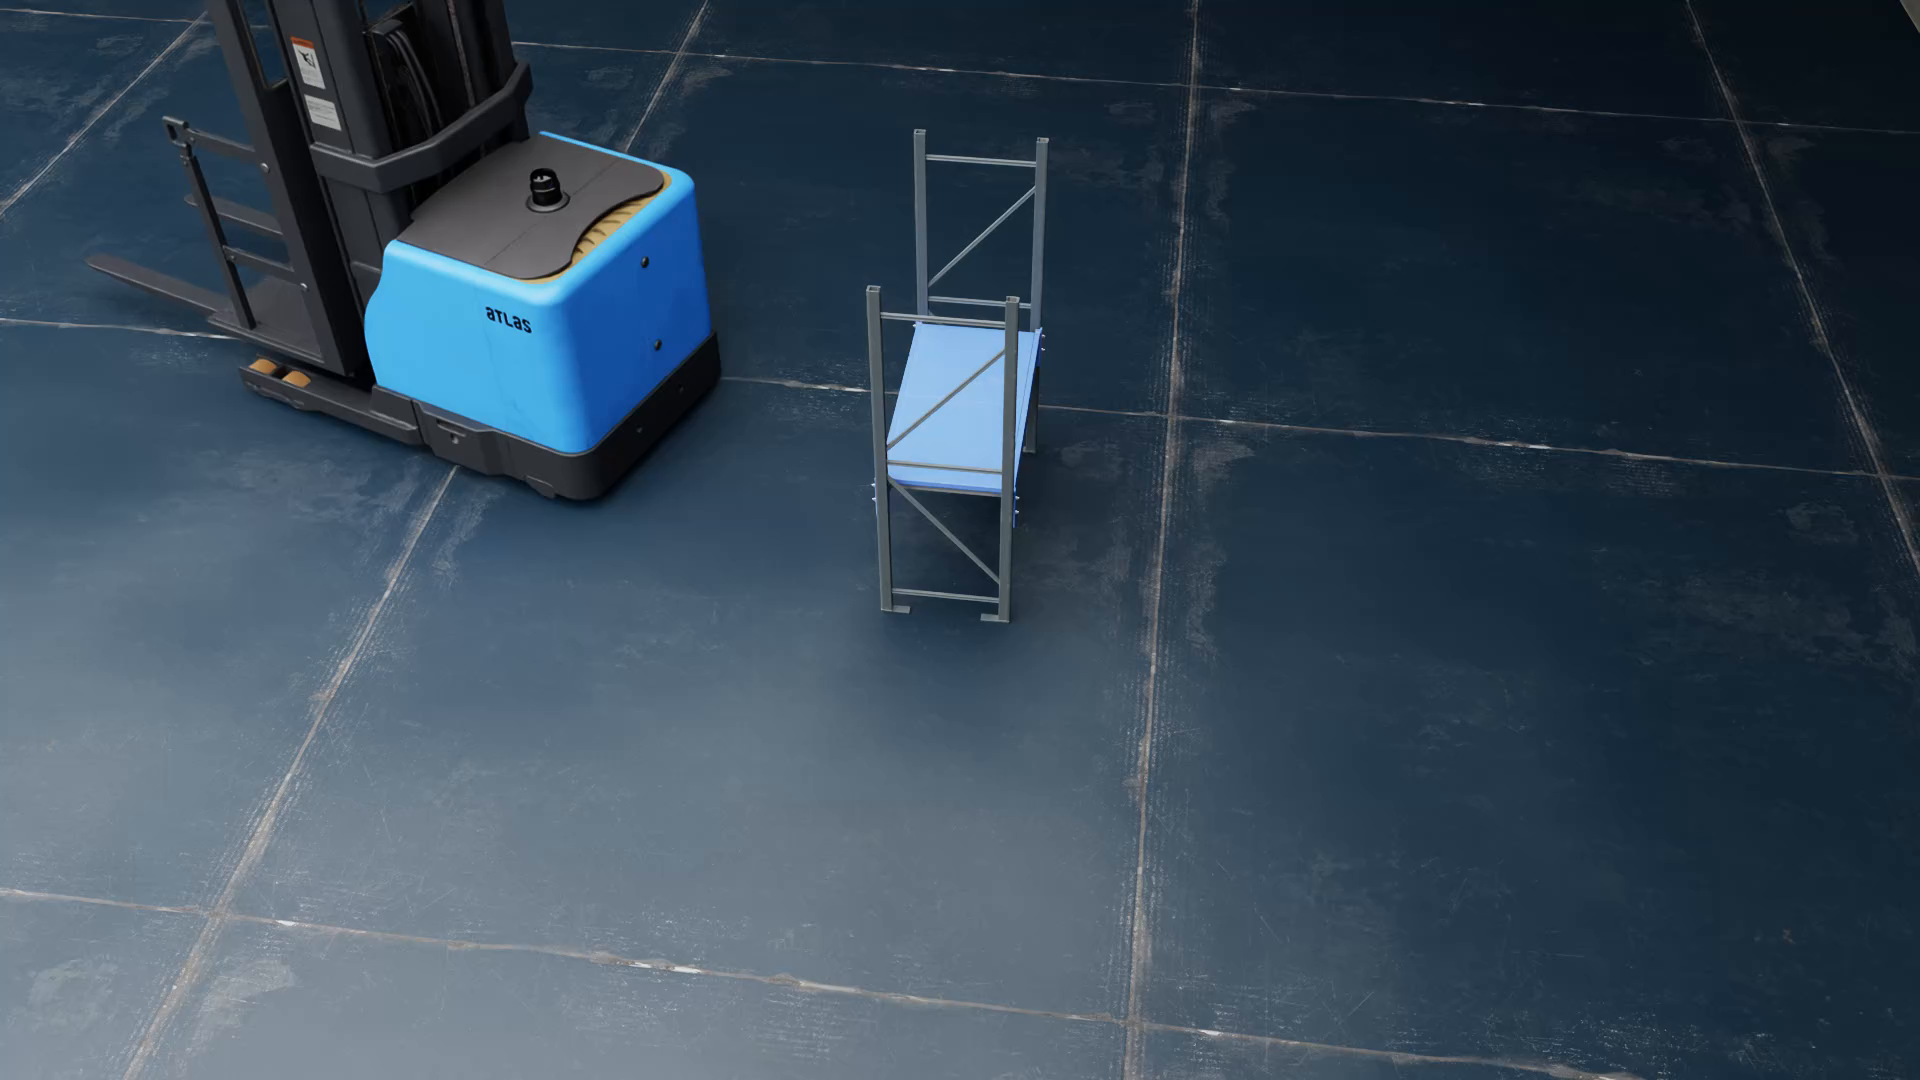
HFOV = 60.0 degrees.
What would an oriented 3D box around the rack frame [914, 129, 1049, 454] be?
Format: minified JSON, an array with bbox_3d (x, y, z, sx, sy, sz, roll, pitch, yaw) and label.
[{"bbox_3d":[0.078,-0.949,6.662,0.500,1.500,0.032,5,44,6],"label":"rack frame"}]

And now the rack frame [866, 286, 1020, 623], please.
[{"bbox_3d":[-0.056,-0.256,5.930,0.500,1.500,0.032,5,44,6],"label":"rack frame"}]

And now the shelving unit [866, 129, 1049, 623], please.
[{"bbox_3d":[0.011,-0.603,6.296,0.538,1.500,1.048,5,44,6],"label":"shelving unit"}]

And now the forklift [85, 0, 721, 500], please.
[{"bbox_3d":[-2.617,-1.945,6.673,3.031,2.935,1.130,19,47,19],"label":"forklift"}]

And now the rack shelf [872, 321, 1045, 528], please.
[{"bbox_3d":[0.011,-0.472,6.419,0.538,0.185,1.000,5,44,6],"label":"rack shelf"}]
